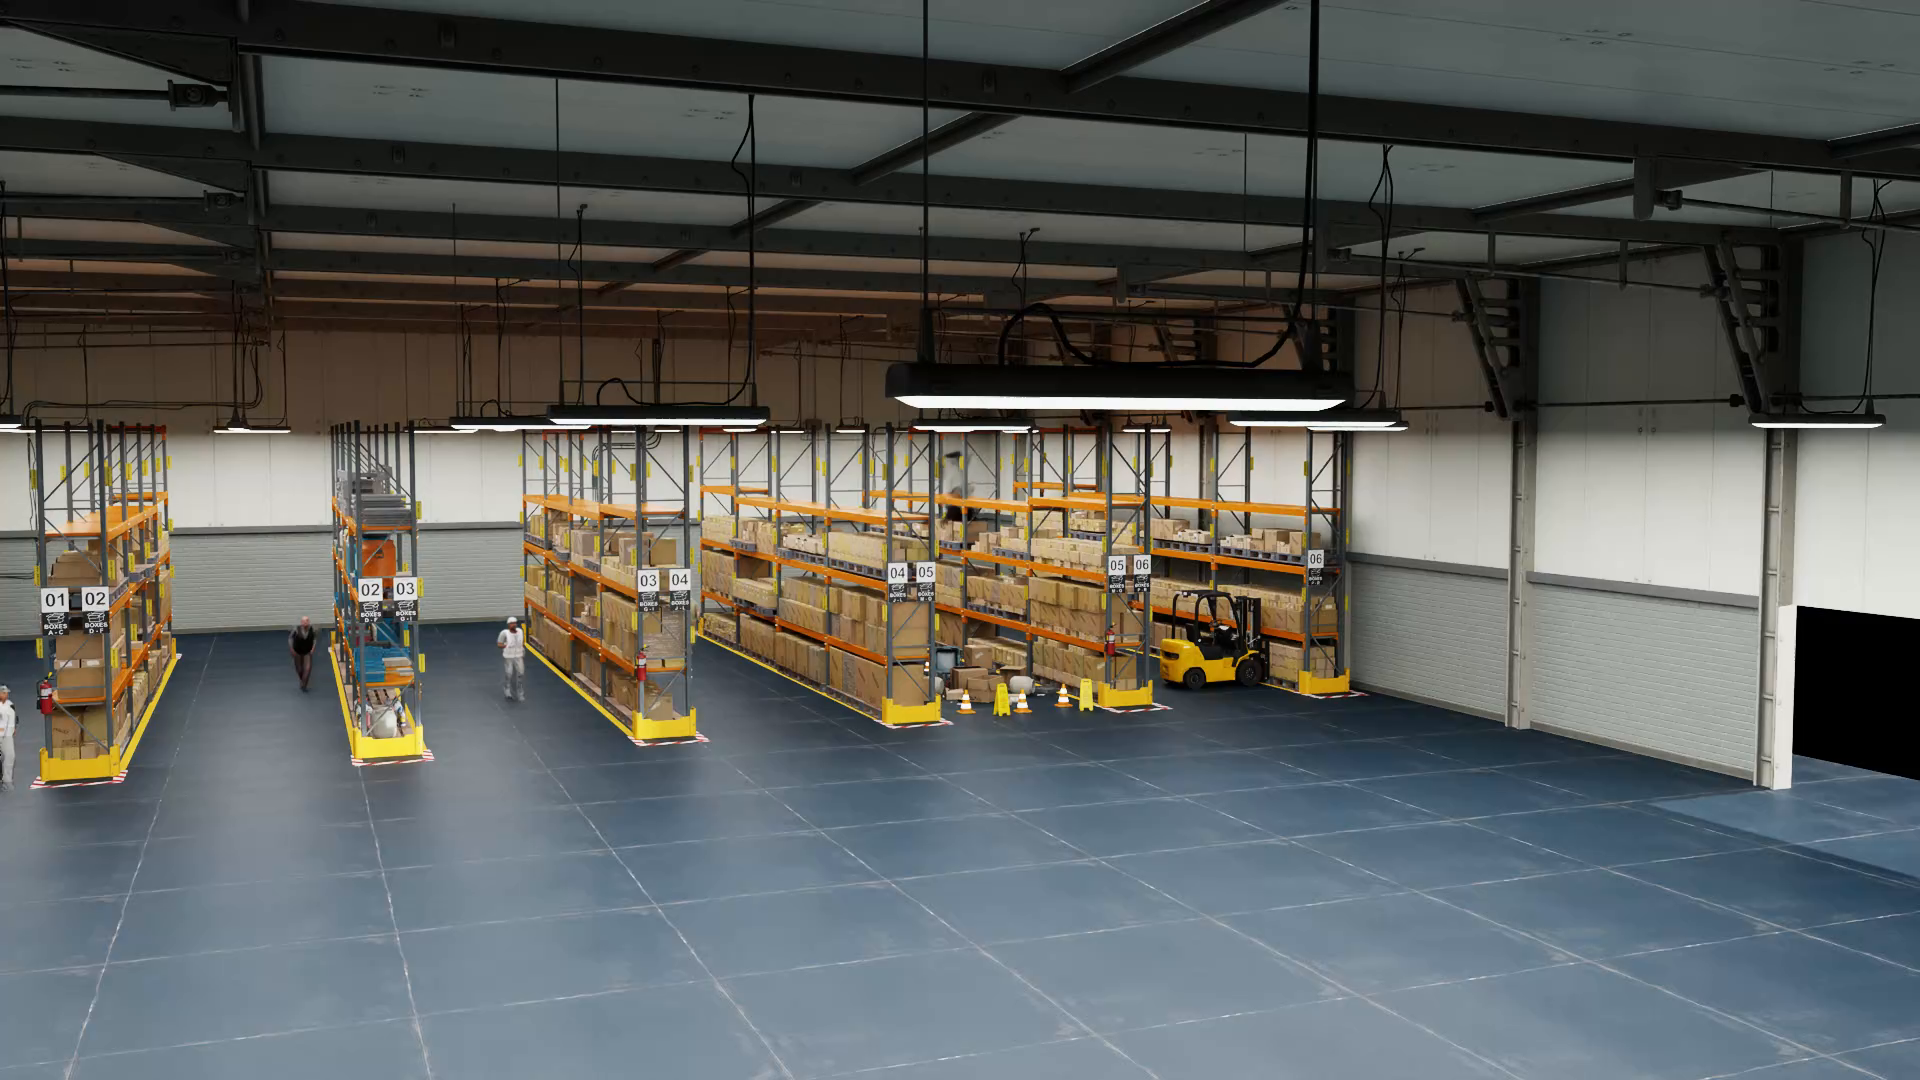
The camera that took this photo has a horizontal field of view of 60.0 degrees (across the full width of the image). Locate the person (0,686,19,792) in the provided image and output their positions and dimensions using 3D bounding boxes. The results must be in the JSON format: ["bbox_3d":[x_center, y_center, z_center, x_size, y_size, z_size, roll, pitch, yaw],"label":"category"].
[{"bbox_3d":[-15.624,3.211,27.050,0.871,1.675,0.693,2,4,27],"label":"person"}]

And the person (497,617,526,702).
[{"bbox_3d":[-9.707,2.572,36.019,0.662,1.835,0.812,-2,4,-32],"label":"person"}]

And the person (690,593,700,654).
[{"bbox_3d":[-7.146,2.174,43.932,0.581,1.630,0.566,-1,4,-17],"label":"person"}]

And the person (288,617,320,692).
[{"bbox_3d":[-14.814,2.563,37.553,0.669,1.701,0.843,-2,4,-24],"label":"person"}]
